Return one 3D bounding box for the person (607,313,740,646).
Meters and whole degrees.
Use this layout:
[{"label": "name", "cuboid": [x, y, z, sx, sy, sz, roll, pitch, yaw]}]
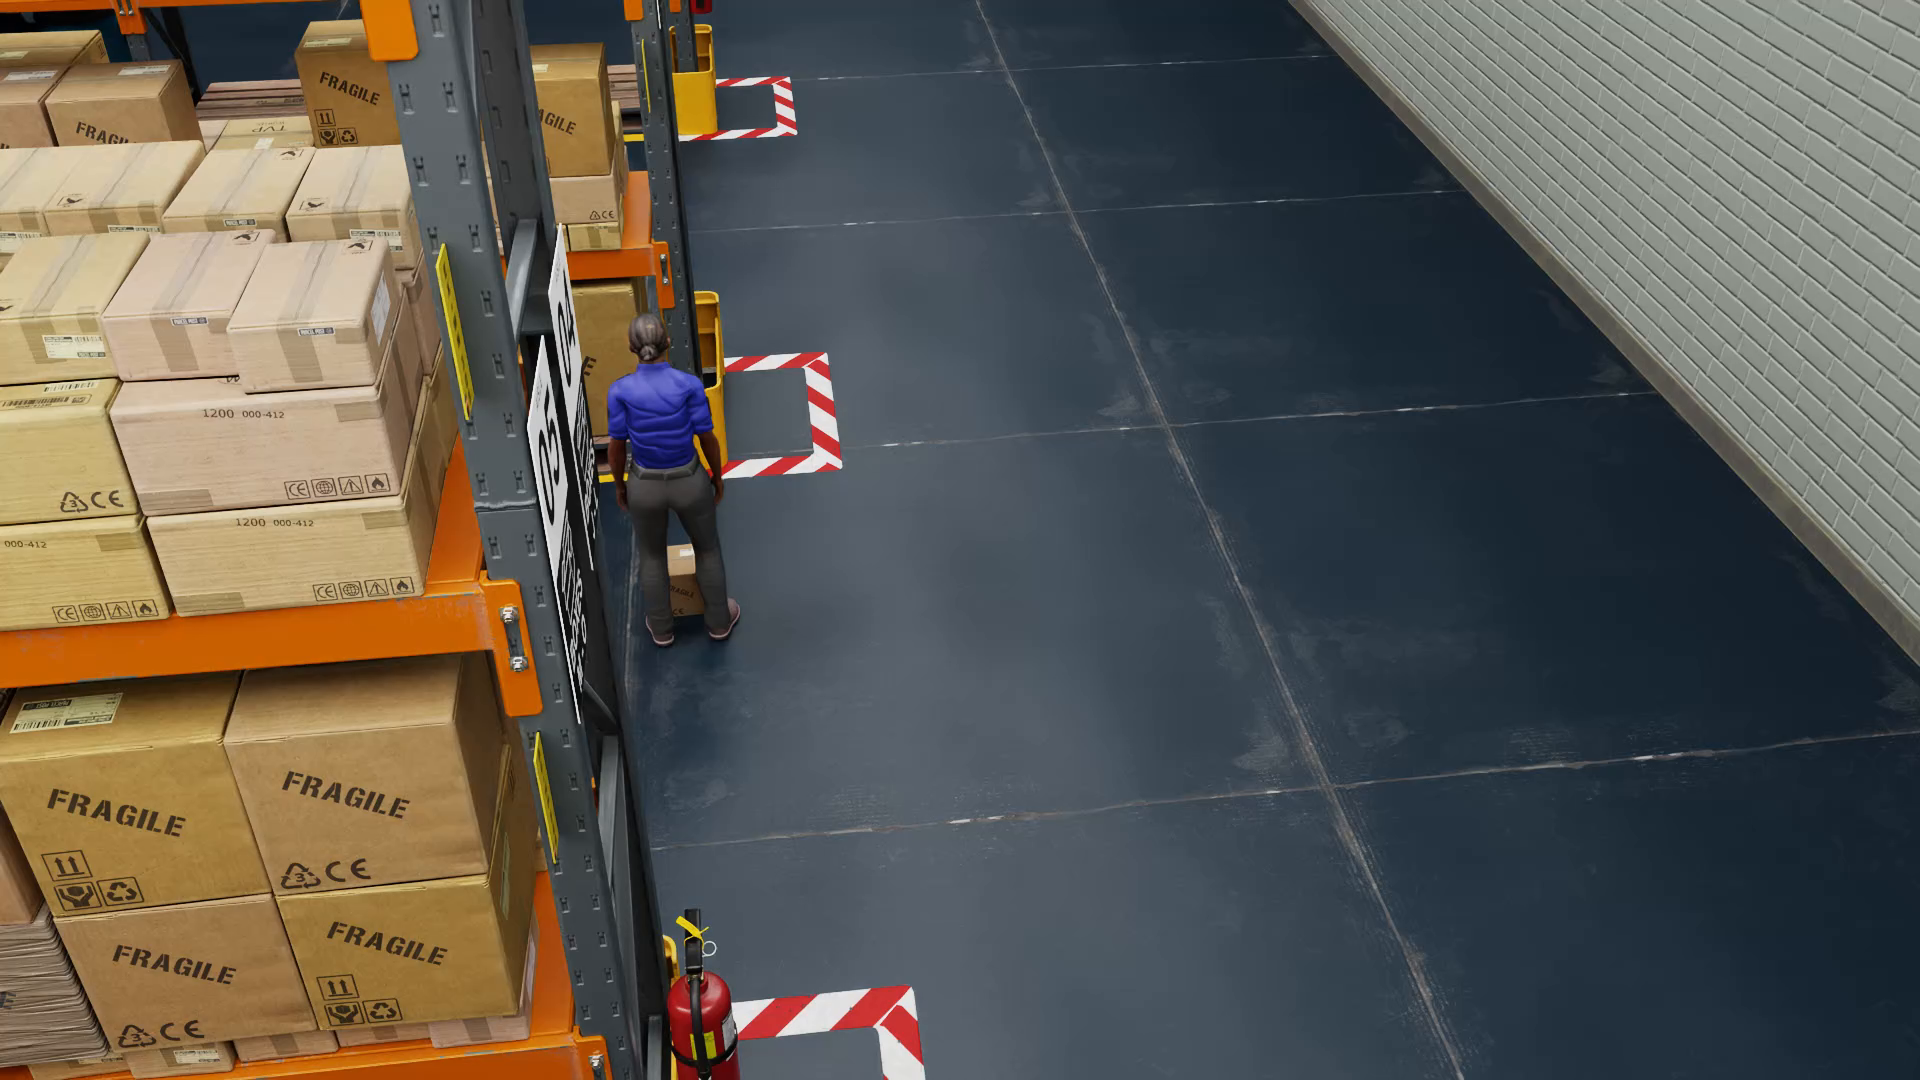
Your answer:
[{"label": "person", "cuboid": [-1.306, -0.248, 7.503, 0.507, 1.655, 0.347, -4, 35, -6]}]
